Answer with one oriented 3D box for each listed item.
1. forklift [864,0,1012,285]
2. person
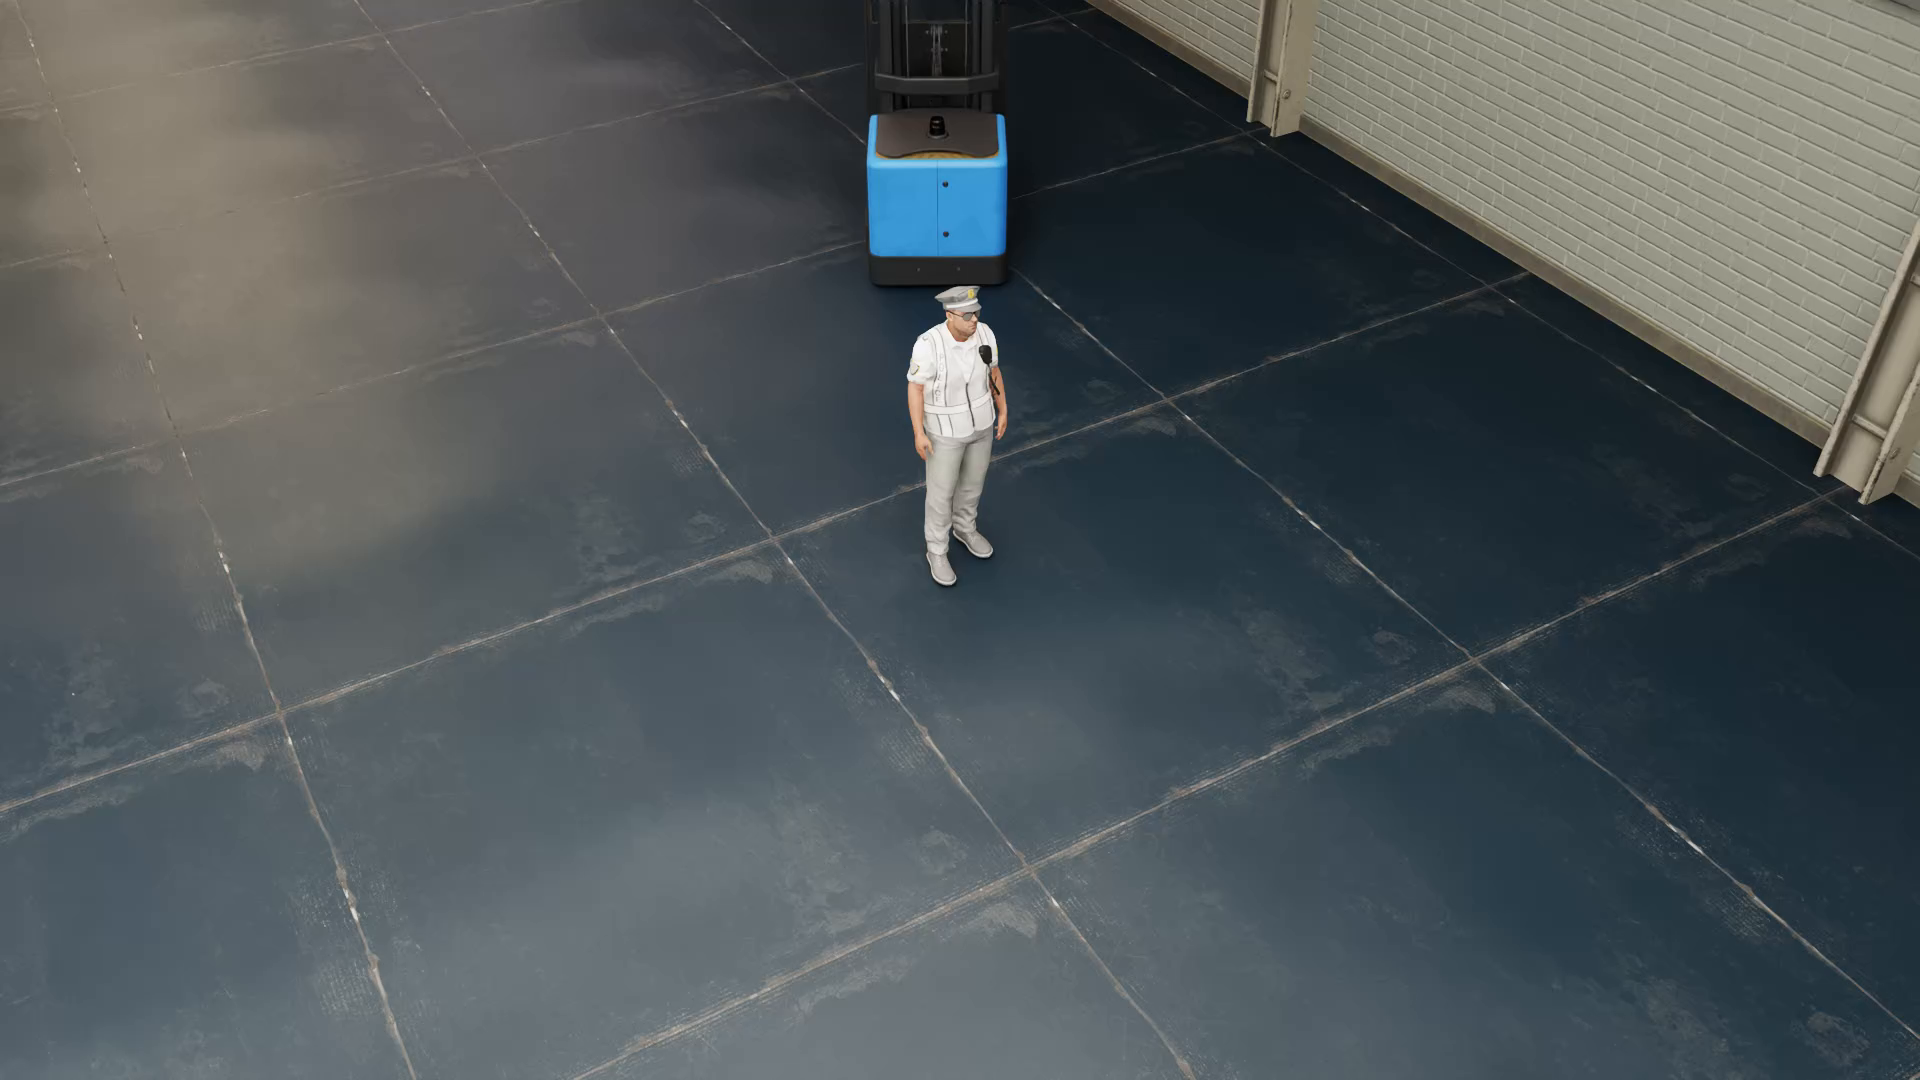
[{"bbox_3d":[-0.180,-3.964,12.815,1.130,2.935,3.031,0,40,-1],"label":"forklift"},{"bbox_3d":[0.029,-0.646,9.702,0.641,1.781,0.573,-20,44,-23],"label":"person"}]
